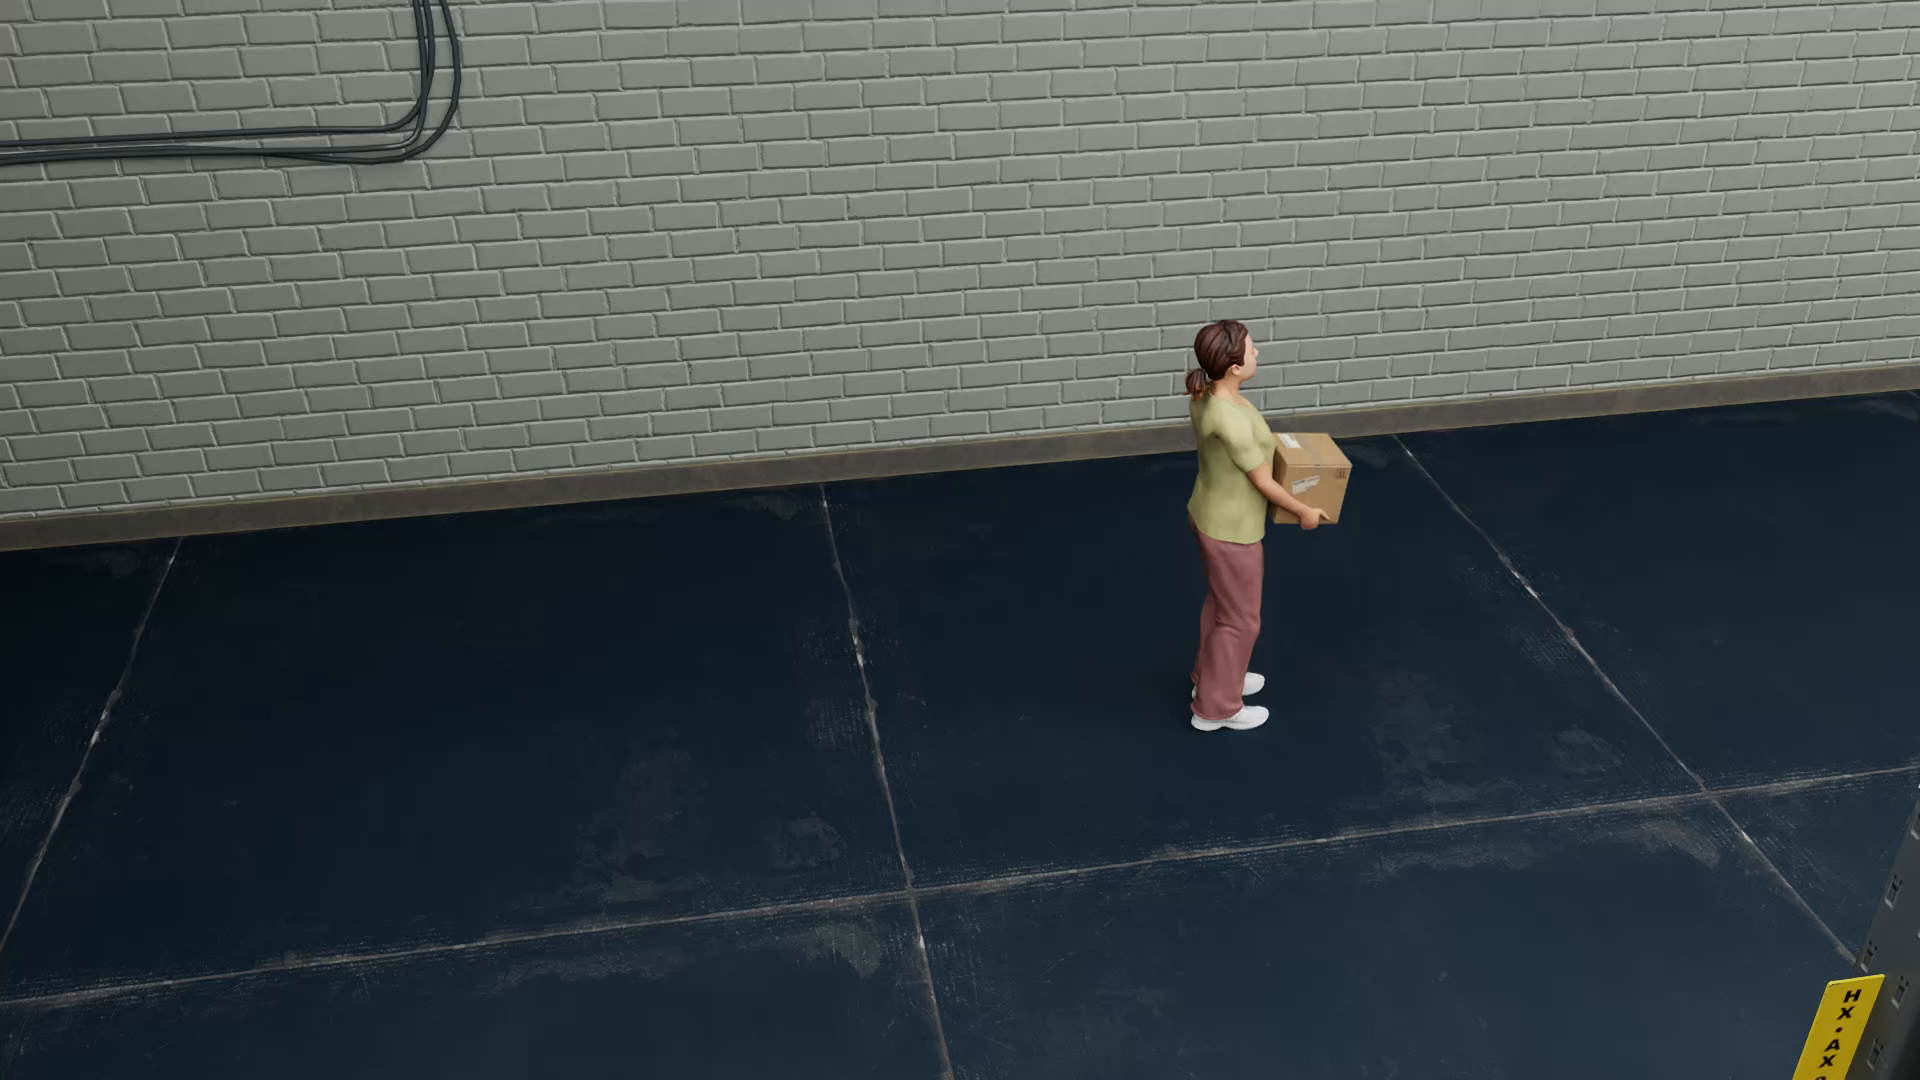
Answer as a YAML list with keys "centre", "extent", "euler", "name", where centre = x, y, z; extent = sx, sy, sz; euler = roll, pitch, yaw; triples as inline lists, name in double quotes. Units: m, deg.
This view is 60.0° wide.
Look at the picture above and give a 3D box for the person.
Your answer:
- centre: [1.063, -0.055, 6.235]
  extent: [0.551, 1.663, 0.428]
  euler: [-5, 31, -9]
  name: "person"
